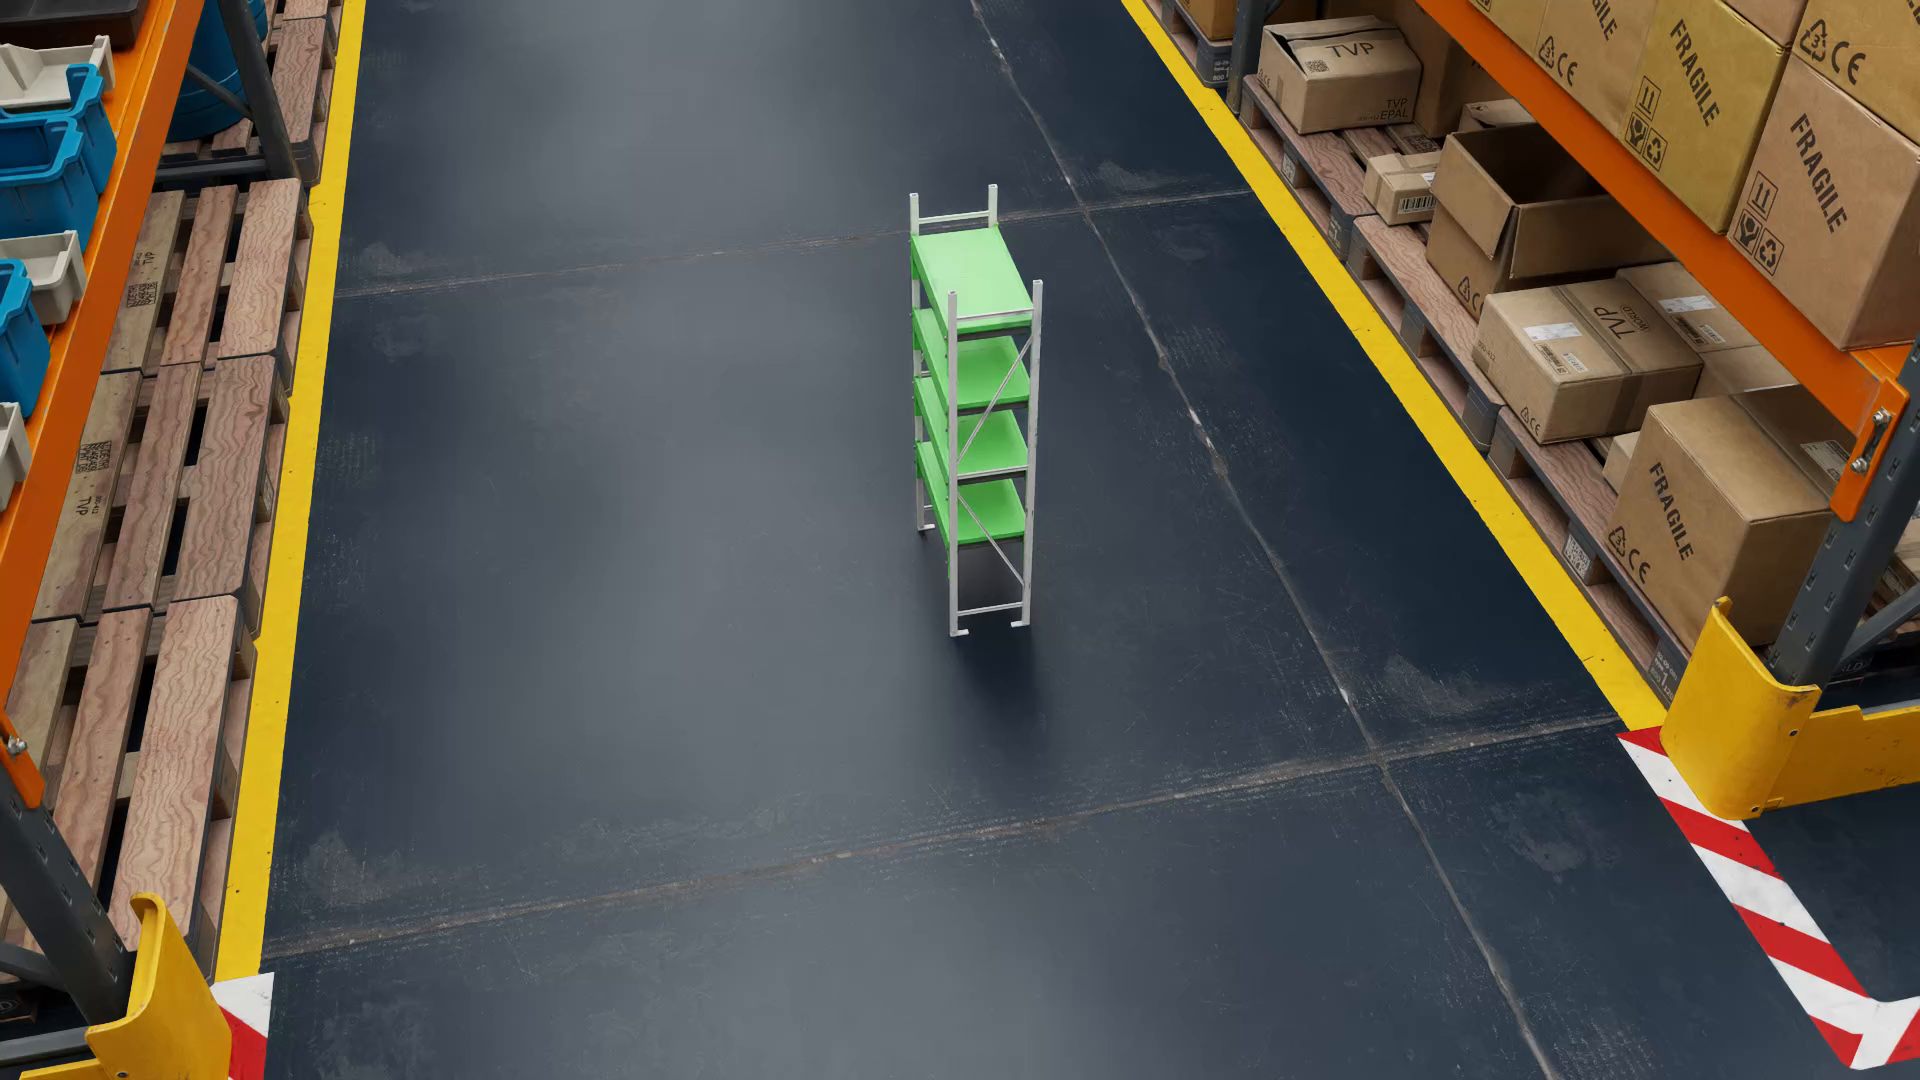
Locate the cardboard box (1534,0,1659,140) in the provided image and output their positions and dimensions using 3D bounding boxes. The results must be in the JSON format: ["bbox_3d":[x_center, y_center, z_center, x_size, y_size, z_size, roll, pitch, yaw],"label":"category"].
[{"bbox_3d":[1.973,-1.463,4.563,0.500,0.500,0.500,-8,42,-9],"label":"cardboard box"}]

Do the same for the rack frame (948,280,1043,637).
[{"bbox_3d":[0.088,-0.183,4.553,0.240,1.200,0.015,-8,42,-9],"label":"rack frame"}]

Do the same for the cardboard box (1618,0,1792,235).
[{"bbox_3d":[2.075,-1.139,4.198,0.500,0.500,0.500,-8,42,-9],"label":"cardboard box"}]

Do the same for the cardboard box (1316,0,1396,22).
[{"bbox_3d":[1.823,-2.685,7.567,0.500,0.500,0.500,-10,43,-11],"label":"cardboard box"}]

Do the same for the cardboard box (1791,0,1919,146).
[{"bbox_3d":[2.189,-1.175,3.485,0.500,0.500,0.500,-9,42,-10],"label":"cardboard box"}]

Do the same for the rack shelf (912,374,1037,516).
[{"bbox_3d":[0.036,-0.294,4.773,0.258,0.148,0.480,-8,42,-9],"label":"rack shelf"}]

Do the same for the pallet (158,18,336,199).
[{"bbox_3d":[-3.273,-1.863,7.190,1.003,0.211,1.213,-8,42,-9],"label":"pallet"}]

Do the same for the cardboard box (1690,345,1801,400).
[{"bbox_3d":[2.605,-0.368,5.145,0.500,0.250,0.500,-8,42,-9],"label":"cardboard box"}]

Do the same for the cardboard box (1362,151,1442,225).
[{"bbox_3d":[1.766,-1.350,6.314,0.380,0.166,0.250,-8,42,-9],"label":"cardboard box"}]

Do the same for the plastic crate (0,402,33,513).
[{"bbox_3d":[-2.004,-0.158,3.322,0.250,0.136,0.298,-8,42,-9],"label":"plastic crate"}]

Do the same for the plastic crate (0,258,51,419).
[{"bbox_3d":[-2.158,-0.401,3.523,0.416,0.233,0.300,-8,42,-9],"label":"plastic crate"}]

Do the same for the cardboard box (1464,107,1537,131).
[{"bbox_3d":[2.252,-1.451,6.319,0.500,0.311,0.500,-8,42,-9],"label":"cardboard box"}]

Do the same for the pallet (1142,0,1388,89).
[{"bbox_3d":[1.477,-2.586,8.004,1.003,0.211,1.213,-8,42,-9],"label":"pallet"}]

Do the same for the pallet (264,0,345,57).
[{"bbox_3d":[-3.540,-2.655,8.082,1.003,0.211,1.213,-8,42,-9],"label":"pallet"}]

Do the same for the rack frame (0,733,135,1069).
[{"bbox_3d":[-2.284,0.193,2.773,1.000,3.000,0.127,-8,42,-9],"label":"rack frame"}]

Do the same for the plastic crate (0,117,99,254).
[{"bbox_3d":[-2.300,-0.827,4.004,0.416,0.233,0.300,-8,42,-9],"label":"plastic crate"}]

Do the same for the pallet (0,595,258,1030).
[{"bbox_3d":[-2.424,0.696,4.307,1.003,0.211,1.213,-8,42,-9],"label":"pallet"}]

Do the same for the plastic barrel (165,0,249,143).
[{"bbox_3d":[-3.248,-2.127,6.651,0.600,0.901,0.708,-8,42,-9],"label":"plastic barrel"}]

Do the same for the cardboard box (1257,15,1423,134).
[{"bbox_3d":[1.569,-1.963,6.896,0.500,0.311,0.500,-8,42,-9],"label":"cardboard box"}]

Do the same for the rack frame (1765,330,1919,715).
[{"bbox_3d":[2.553,-0.514,3.570,1.000,3.000,0.127,-8,42,-9],"label":"rack frame"}]

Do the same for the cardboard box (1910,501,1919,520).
[{"bbox_3d":[2.744,-0.102,4.908,0.380,0.166,0.250,-8,42,-9],"label":"cardboard box"}]

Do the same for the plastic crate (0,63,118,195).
[{"bbox_3d":[-2.365,-1.022,4.223,0.416,0.233,0.300,-8,42,-9],"label":"plastic crate"}]

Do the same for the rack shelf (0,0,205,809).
[{"bbox_3d":[-2.716,-0.834,4.472,1.077,0.370,4.000,-8,42,-9],"label":"rack shelf"}]

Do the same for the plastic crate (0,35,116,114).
[{"bbox_3d":[-2.478,-1.238,4.538,0.293,0.136,0.466,-8,42,-9],"label":"plastic crate"}]

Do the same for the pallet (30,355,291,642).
[{"bbox_3d":[-2.684,-0.093,5.196,1.003,0.211,1.213,-8,42,-9],"label":"pallet"}]

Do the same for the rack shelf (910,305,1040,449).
[{"bbox_3d":[0.036,-0.473,4.614,0.258,0.148,0.480,-8,42,-9],"label":"rack shelf"}]

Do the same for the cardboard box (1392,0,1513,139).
[{"bbox_3d":[2.090,-2.008,6.804,0.500,0.500,0.500,-8,42,-9],"label":"cardboard box"}]

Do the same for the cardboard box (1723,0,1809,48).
[{"bbox_3d":[2.079,-1.502,3.854,0.500,0.500,0.500,-7,42,-8],"label":"cardboard box"}]

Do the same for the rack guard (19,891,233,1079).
[{"bbox_3d":[-2.266,1.142,3.587,1.175,0.500,0.348,-8,42,-9],"label":"rack guard"}]

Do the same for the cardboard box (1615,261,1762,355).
[{"bbox_3d":[2.497,-0.692,5.510,0.500,0.250,0.500,-8,42,-9],"label":"cardboard box"}]

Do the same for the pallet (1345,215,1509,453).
[{"bbox_3d":[2.104,-0.826,6.022,1.003,0.211,1.213,-8,42,-9],"label":"pallet"}]

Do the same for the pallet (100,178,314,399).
[{"bbox_3d":[-2.951,-0.886,6.089,1.003,0.211,1.213,-8,42,-9],"label":"pallet"}]

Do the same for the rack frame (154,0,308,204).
[{"bbox_3d":[-3.148,-2.400,5.694,1.000,3.000,0.127,-8,42,-9],"label":"rack frame"}]

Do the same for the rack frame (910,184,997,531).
[{"bbox_3d":[-0.017,-0.500,4.909,0.240,1.200,0.015,-8,42,-9],"label":"rack frame"}]

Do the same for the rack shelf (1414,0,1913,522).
[{"bbox_3d":[2.121,-1.542,5.269,1.077,0.370,4.000,-8,42,-9],"label":"rack shelf"}]

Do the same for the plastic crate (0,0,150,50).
[{"bbox_3d":[-2.644,-1.632,4.991,0.437,0.125,0.590,-8,42,-9],"label":"plastic crate"}]

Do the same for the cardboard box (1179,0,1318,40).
[{"bbox_3d":[1.303,-2.616,7.489,0.500,0.500,0.500,-9,42,-10],"label":"cardboard box"}]

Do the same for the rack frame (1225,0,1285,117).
[{"bbox_3d":[1.690,-3.107,6.491,1.000,3.000,0.127,-8,42,-9],"label":"rack frame"}]

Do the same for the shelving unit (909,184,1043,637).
[{"bbox_3d":[0.036,-0.341,4.731,0.258,1.200,0.503,-8,42,-9],"label":"shelving unit"}]

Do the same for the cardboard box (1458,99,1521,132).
[{"bbox_3d":[2.229,-1.642,6.657,0.380,0.149,0.250,-8,42,-9],"label":"cardboard box"}]

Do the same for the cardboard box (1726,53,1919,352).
[{"bbox_3d":[2.191,-0.803,3.820,0.500,0.500,0.500,-7,42,-8],"label":"cardboard box"}]

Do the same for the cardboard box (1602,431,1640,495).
[{"bbox_3d":[2.196,-0.212,5.032,0.380,0.166,0.250,-8,42,-9],"label":"cardboard box"}]

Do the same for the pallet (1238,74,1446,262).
[{"bbox_3d":[1.837,-1.619,6.915,1.003,0.211,1.213,-8,42,-9],"label":"pallet"}]

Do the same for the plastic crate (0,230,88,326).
[{"bbox_3d":[-2.151,-0.597,3.817,0.250,0.136,0.298,-8,42,-9],"label":"plastic crate"}]

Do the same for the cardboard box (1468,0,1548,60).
[{"bbox_3d":[1.864,-1.790,4.931,0.500,0.500,0.500,-9,42,-10],"label":"cardboard box"}]

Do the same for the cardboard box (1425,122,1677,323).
[{"bbox_3d":[2.100,-1.121,5.802,0.797,0.503,0.637,-8,42,-9],"label":"cardboard box"}]

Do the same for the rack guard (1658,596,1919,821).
[{"bbox_3d":[2.537,0.371,4.455,1.175,0.500,0.348,-8,42,-9],"label":"rack guard"}]

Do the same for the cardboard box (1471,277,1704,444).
[{"bbox_3d":[2.020,-0.588,5.392,0.500,0.250,0.500,-8,42,-9],"label":"cardboard box"}]

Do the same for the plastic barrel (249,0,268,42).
[{"bbox_3d":[-3.401,-2.586,7.168,0.600,0.901,0.708,-8,42,-9],"label":"plastic barrel"}]

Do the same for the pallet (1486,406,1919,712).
[{"bbox_3d":[2.364,-0.037,5.133,1.003,0.211,1.213,-8,42,-9],"label":"pallet"}]

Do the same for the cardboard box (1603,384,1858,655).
[{"bbox_3d":[2.195,-0.061,4.611,0.500,0.500,0.500,-8,42,-9],"label":"cardboard box"}]

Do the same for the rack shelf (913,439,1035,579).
[{"bbox_3d":[0.036,-0.114,4.933,0.258,0.148,0.480,-8,42,-9],"label":"rack shelf"}]

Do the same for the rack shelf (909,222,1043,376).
[{"bbox_3d":[0.036,-0.653,4.455,0.258,0.148,0.480,-8,42,-9],"label":"rack shelf"}]

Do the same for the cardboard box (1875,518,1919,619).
[{"bbox_3d":[2.798,0.067,4.731,0.380,0.149,0.250,-8,42,-9],"label":"cardboard box"}]
